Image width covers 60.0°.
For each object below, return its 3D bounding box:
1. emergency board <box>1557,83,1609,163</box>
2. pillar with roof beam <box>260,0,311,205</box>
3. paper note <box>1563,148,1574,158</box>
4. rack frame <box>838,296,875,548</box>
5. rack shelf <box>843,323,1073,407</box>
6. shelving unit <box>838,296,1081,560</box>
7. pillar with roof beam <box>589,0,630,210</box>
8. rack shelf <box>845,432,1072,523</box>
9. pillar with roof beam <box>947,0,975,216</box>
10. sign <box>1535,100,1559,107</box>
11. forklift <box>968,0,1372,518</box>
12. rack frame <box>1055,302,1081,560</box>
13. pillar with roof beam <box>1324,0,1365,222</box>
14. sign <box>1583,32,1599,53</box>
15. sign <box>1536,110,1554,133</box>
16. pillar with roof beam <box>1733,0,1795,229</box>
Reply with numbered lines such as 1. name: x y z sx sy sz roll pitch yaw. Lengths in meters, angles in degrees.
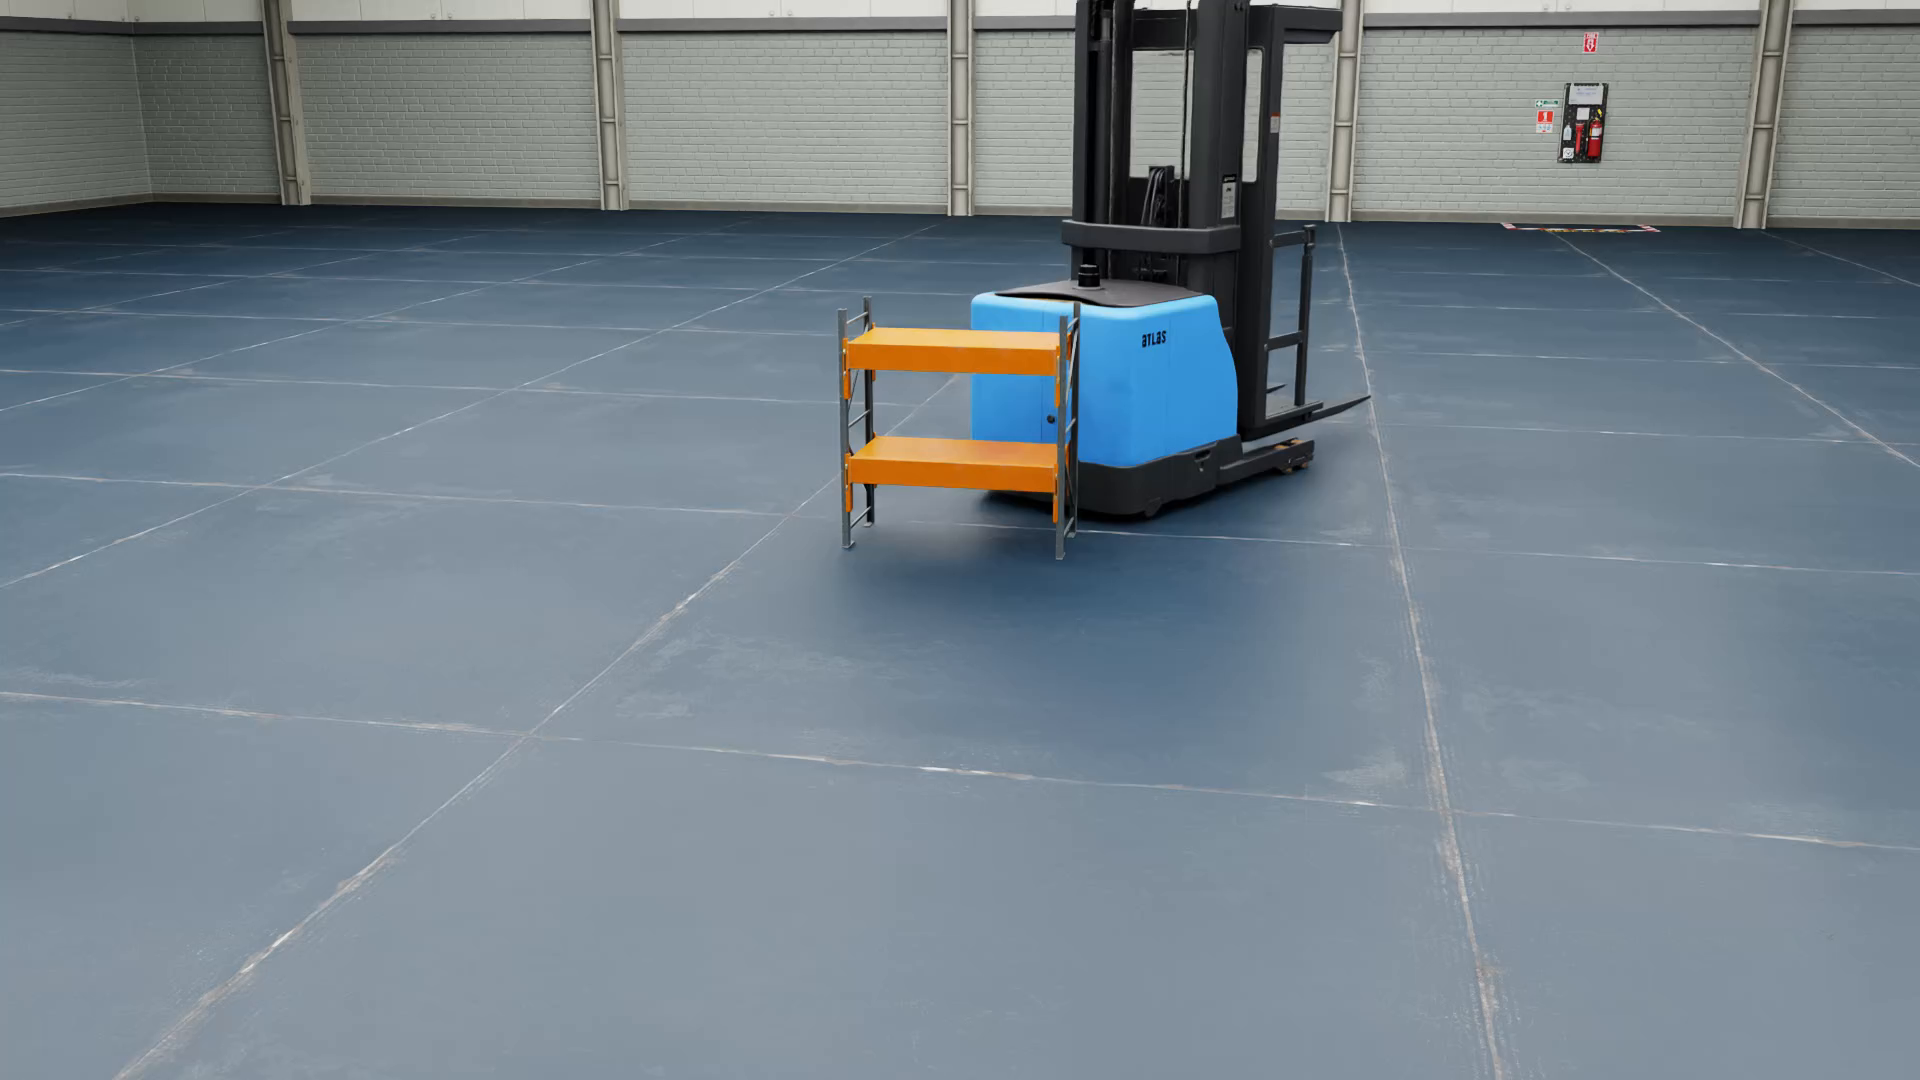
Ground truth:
1. emergency board: 9.366 -6.252 24.944 0.643 1.169 0.194 3 16 11
2. pillar with roof beam: -12.597 -9.153 24.176 0.400 9.000 9.100 3 16 11
3. paper note: 9.206 -5.855 25.161 0.142 0.148 0.016 3 16 11
4. rack frame: -0.492 -0.569 7.938 0.032 1.125 0.500 3 16 11
5. rack shelf: 0.007 -0.824 7.762 1.000 0.278 0.538 3 16 11
6. shelving unit: 0.007 -0.542 7.841 1.048 1.125 0.538 3 16 11
7. pillar with roof beam: -6.717 -8.833 23.024 0.400 9.000 9.100 3 16 11
8. rack shelf: 0.007 -0.306 7.906 1.000 0.278 0.538 3 16 11
9. pillar with roof beam: -0.837 -8.514 21.872 0.400 9.000 9.100 3 16 11
10. sign: 8.847 -6.579 25.063 0.331 0.109 0.001 3 16 11
11. forklift: 1.367 -1.855 9.197 1.130 2.935 3.031 12 20 38
12. rack frame: 0.505 -0.515 7.743 0.032 1.125 0.500 3 16 11
13. pillar with roof beam: 5.042 -8.195 20.720 0.400 9.000 9.100 3 16 11
14. sign: 9.378 -7.396 24.731 0.199 0.298 0.001 3 16 11
15. sign: 8.845 -6.326 25.143 0.234 0.329 0.001 3 16 11
16. pillar with roof beam: 10.922 -7.876 19.567 0.400 9.000 9.100 3 16 11
